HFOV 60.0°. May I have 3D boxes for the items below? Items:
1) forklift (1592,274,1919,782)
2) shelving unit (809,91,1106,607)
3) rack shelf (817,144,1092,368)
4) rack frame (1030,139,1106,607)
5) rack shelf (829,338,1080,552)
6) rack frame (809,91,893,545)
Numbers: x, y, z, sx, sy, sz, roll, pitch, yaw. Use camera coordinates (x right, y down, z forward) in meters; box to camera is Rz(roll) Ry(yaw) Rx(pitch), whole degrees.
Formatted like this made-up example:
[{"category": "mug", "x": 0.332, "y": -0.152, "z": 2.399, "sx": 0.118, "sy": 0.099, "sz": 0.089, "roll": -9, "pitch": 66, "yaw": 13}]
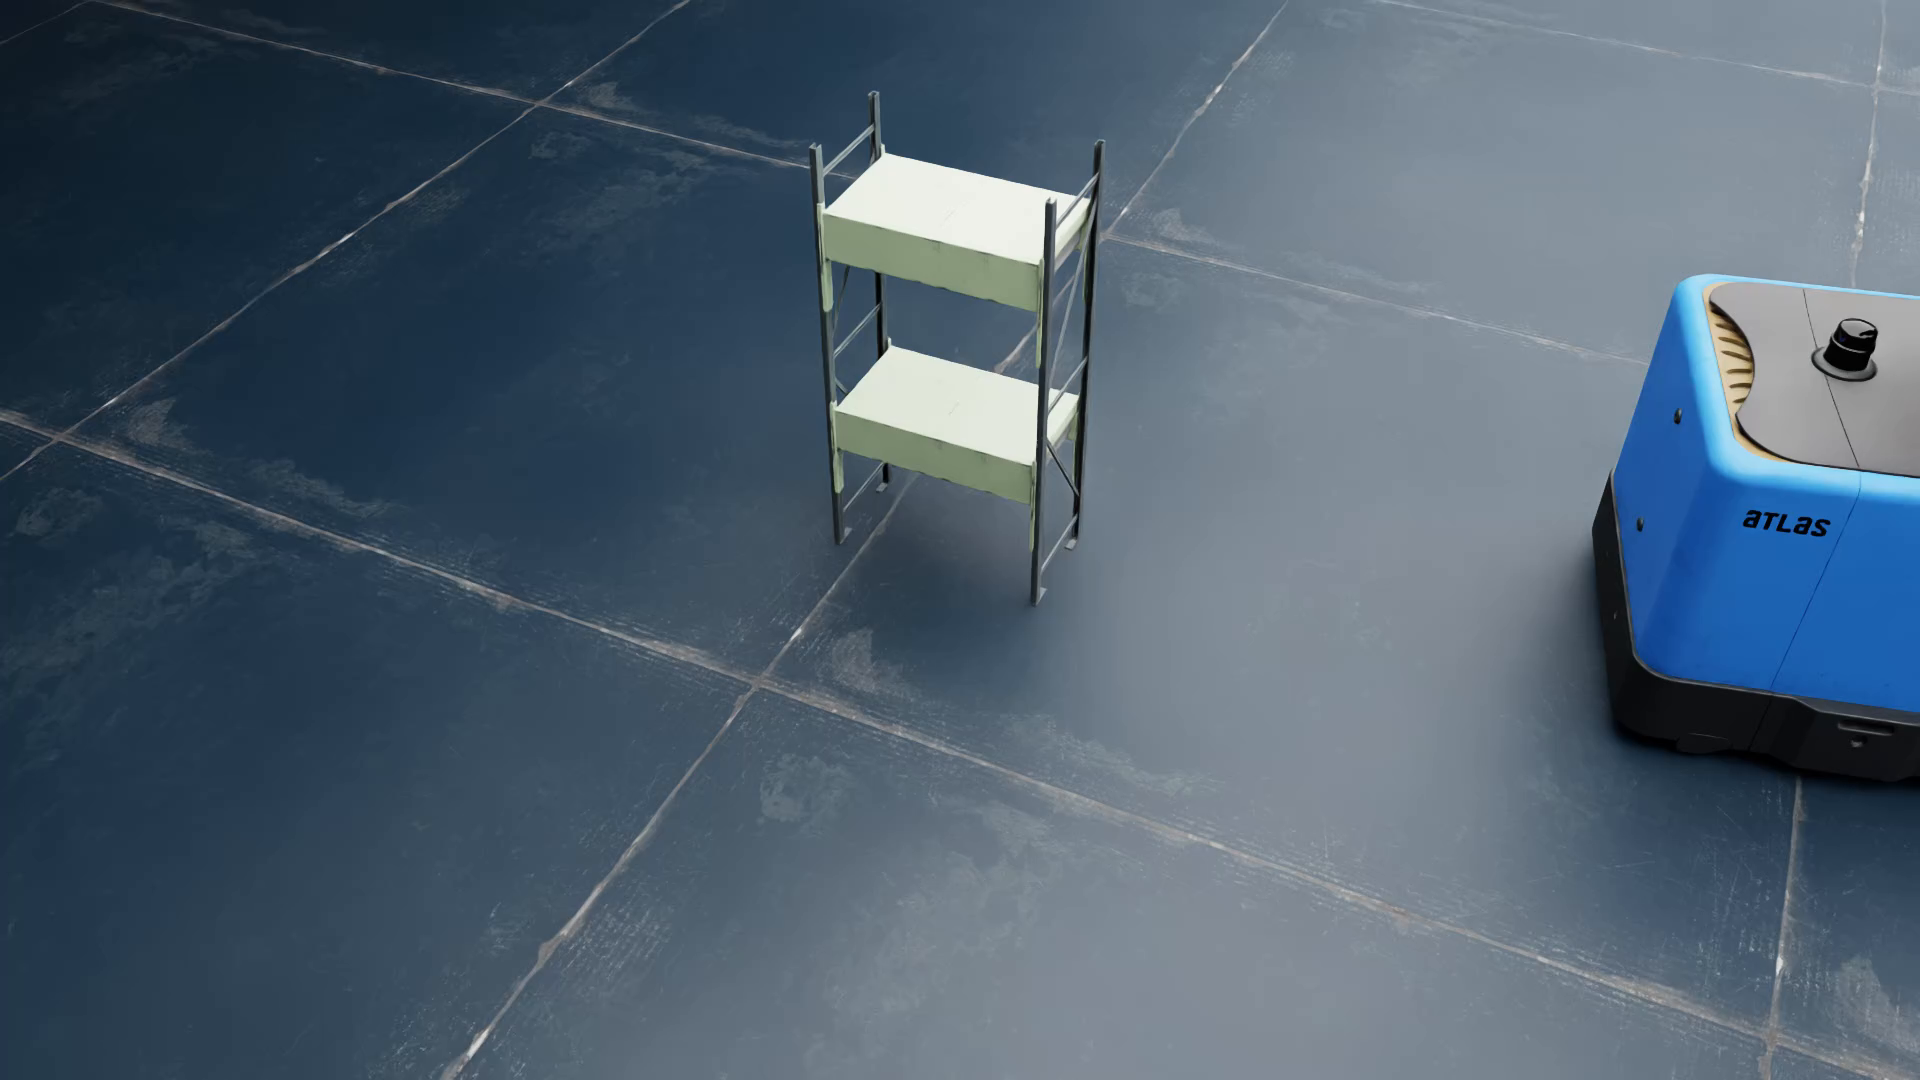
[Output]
[{"category": "forklift", "x": 3.549, "y": -0.607, "z": 4.213, "sx": 3.031, "sy": 2.935, "sz": 1.130, "roll": 8, "pitch": 42, "yaw": 9}, {"category": "shelving unit", "x": -0.006, "y": -0.569, "z": 5.261, "sx": 0.755, "sy": 1.500, "sz": 0.431, "roll": 17, "pitch": 44, "yaw": 19}, {"category": "rack shelf", "x": -0.006, "y": -0.863, "z": 5.005, "sx": 0.720, "sy": 0.370, "sz": 0.431, "roll": 17, "pitch": 44, "yaw": 19}, {"category": "rack frame", "x": 0.326, "y": -0.467, "z": 5.144, "sx": 0.023, "sy": 1.500, "sz": 0.400, "roll": 17, "pitch": 44, "yaw": 19}, {"category": "rack shelf", "x": -0.006, "y": -0.322, "z": 5.474, "sx": 0.720, "sy": 0.370, "sz": 0.431, "roll": 17, "pitch": 44, "yaw": 19}, {"category": "rack frame", "x": -0.338, "y": -0.670, "z": 5.378, "sx": 0.023, "sy": 1.500, "sz": 0.400, "roll": 17, "pitch": 44, "yaw": 19}]
